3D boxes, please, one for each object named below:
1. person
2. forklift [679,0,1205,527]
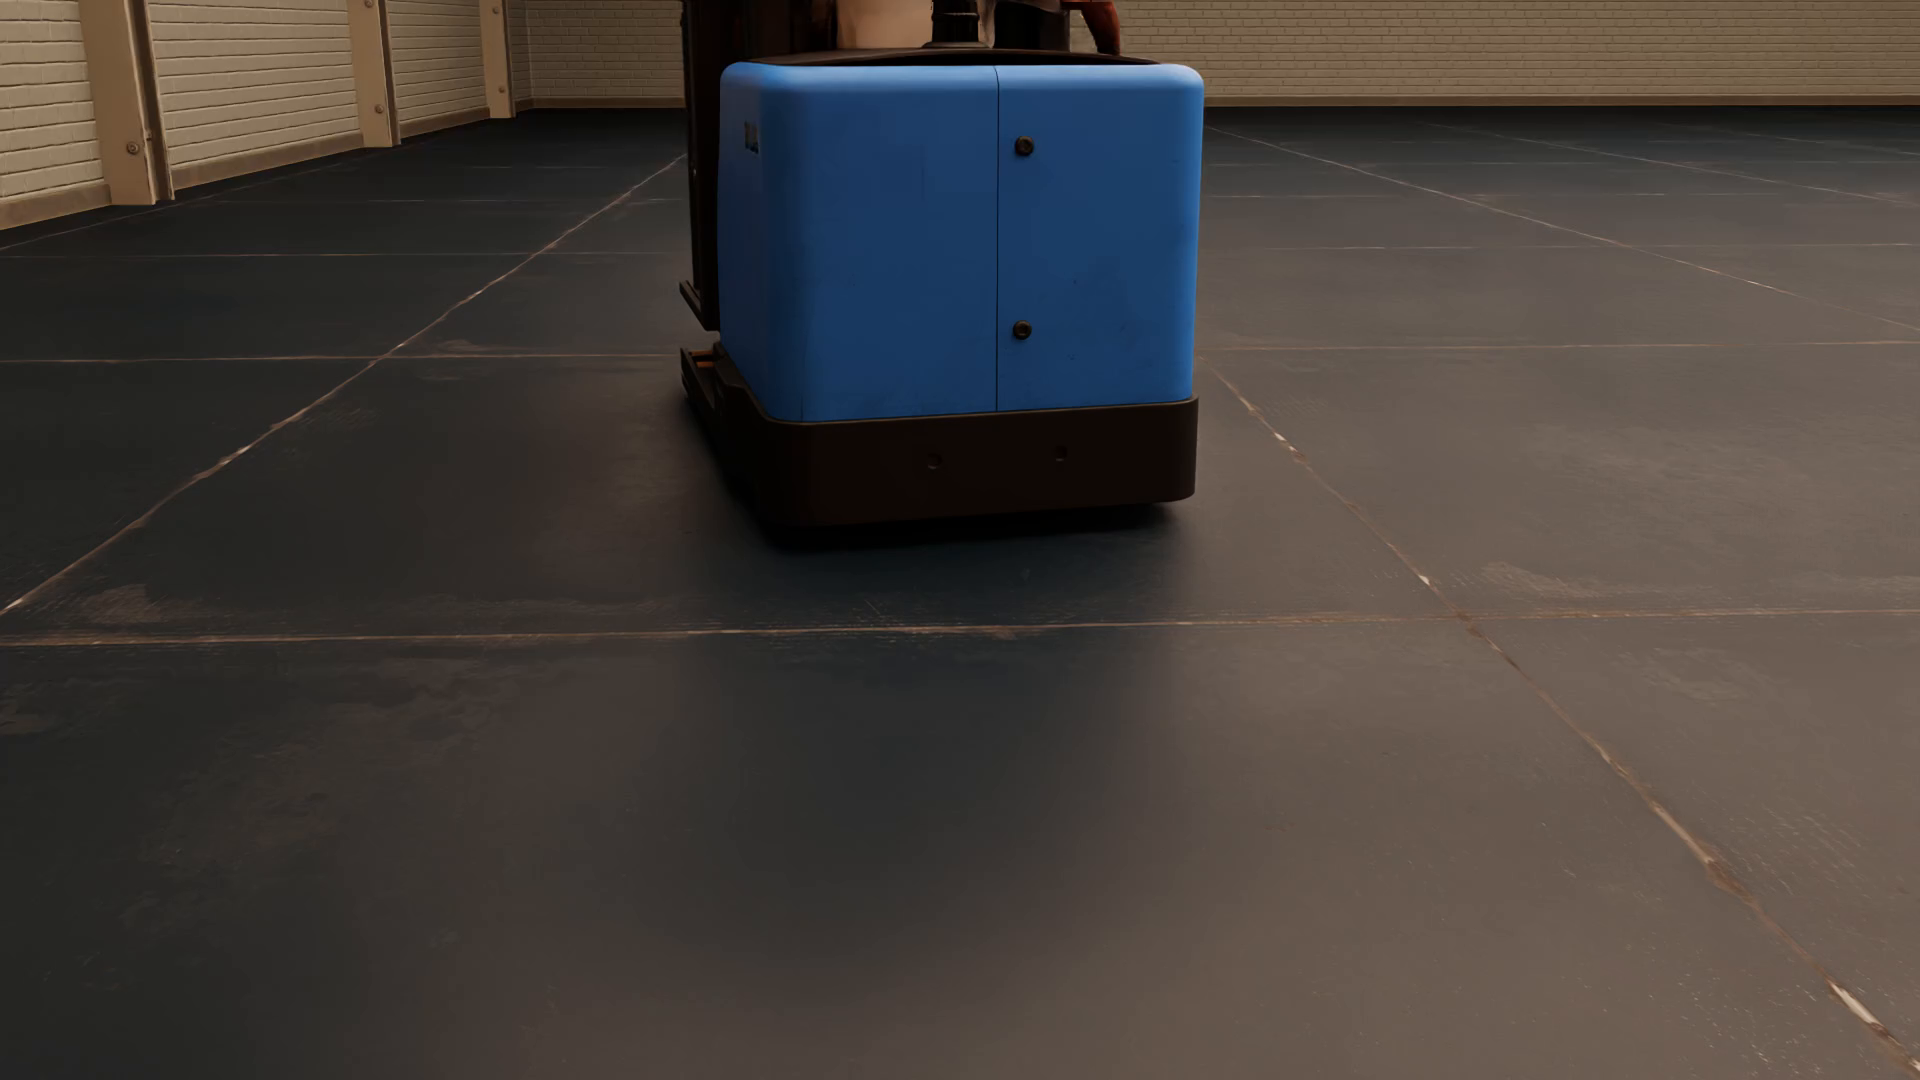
[{"bbox_3d":[-0.060,-1.144,4.585,1.078,1.499,0.682,7,18,23],"label":"person"},{"bbox_3d":[-0.286,-1.822,4.864,1.130,2.935,3.031,-4,18,-14],"label":"forklift"}]
